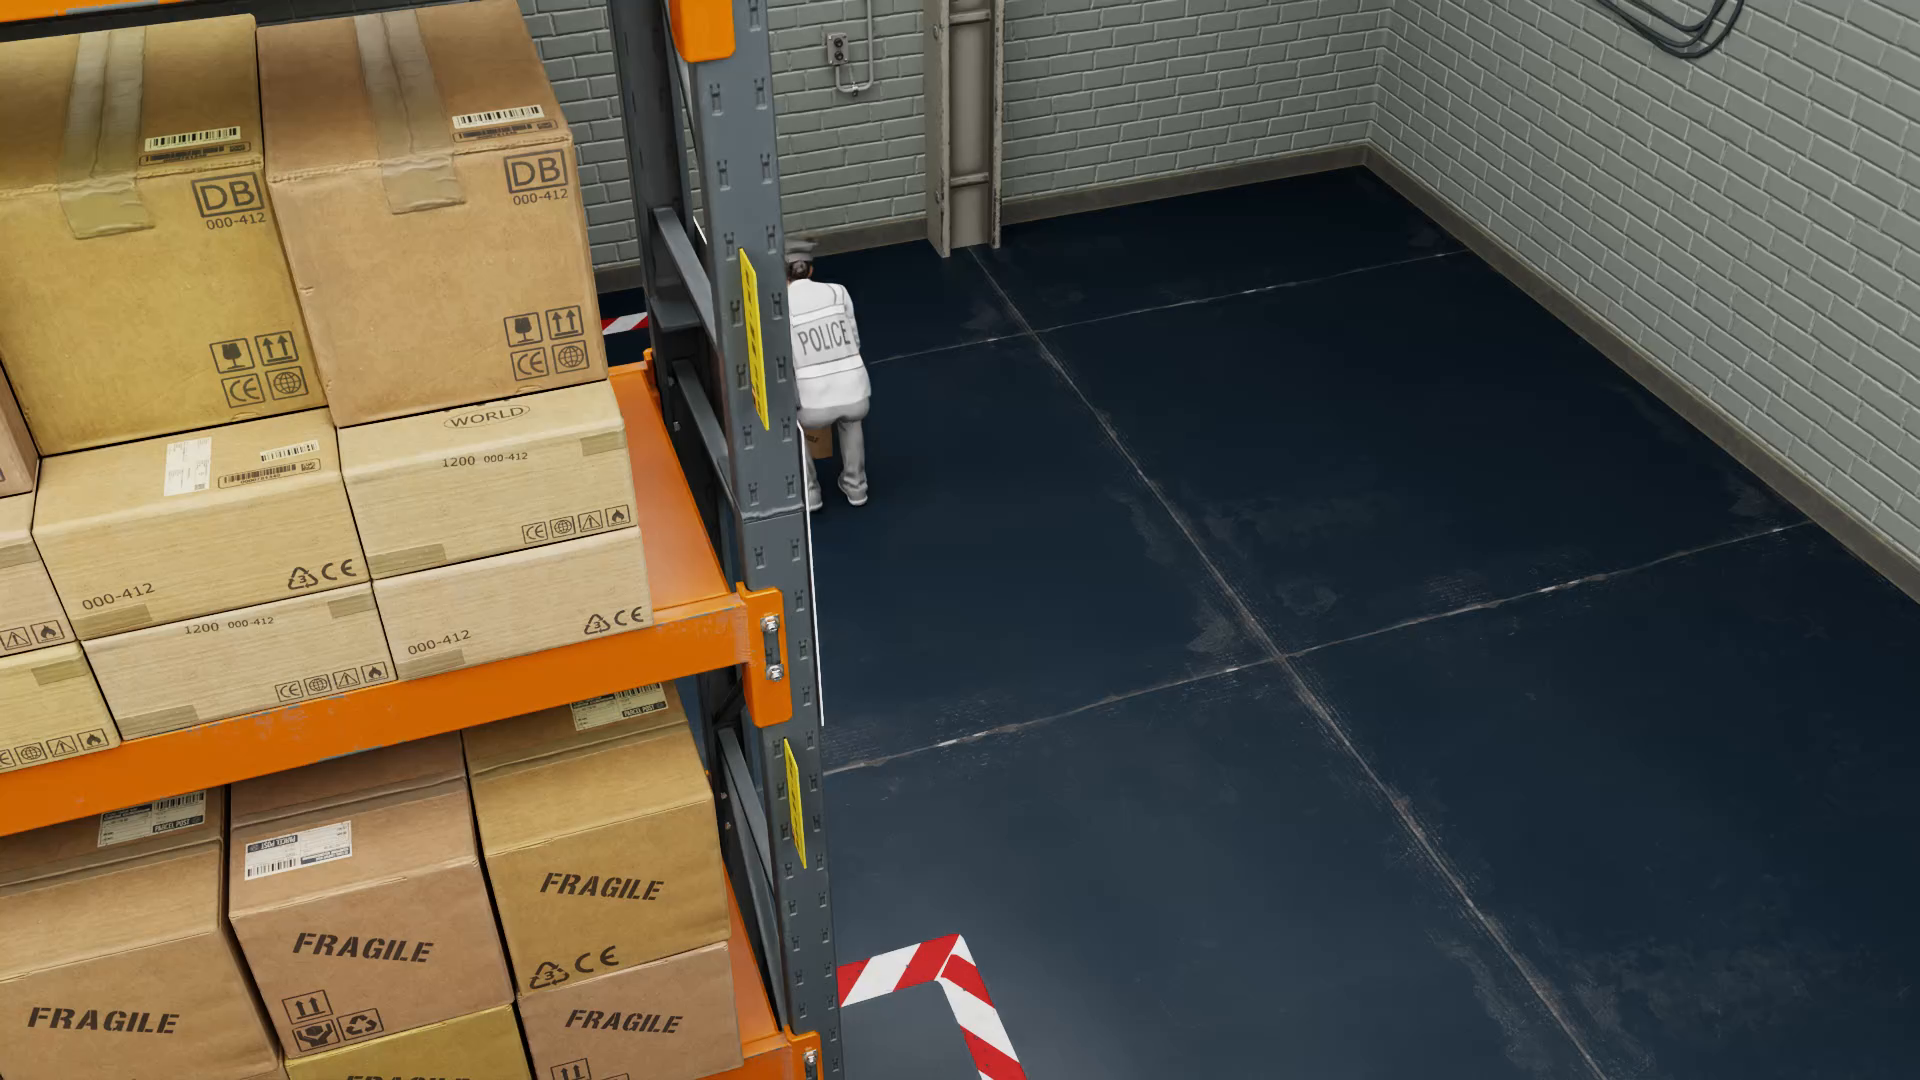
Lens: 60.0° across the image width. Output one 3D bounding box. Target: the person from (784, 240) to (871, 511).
[{"bbox_3d":[-0.713,-0.769,8.055,0.534,1.320,0.739,-13,40,-16],"label":"person"}]
